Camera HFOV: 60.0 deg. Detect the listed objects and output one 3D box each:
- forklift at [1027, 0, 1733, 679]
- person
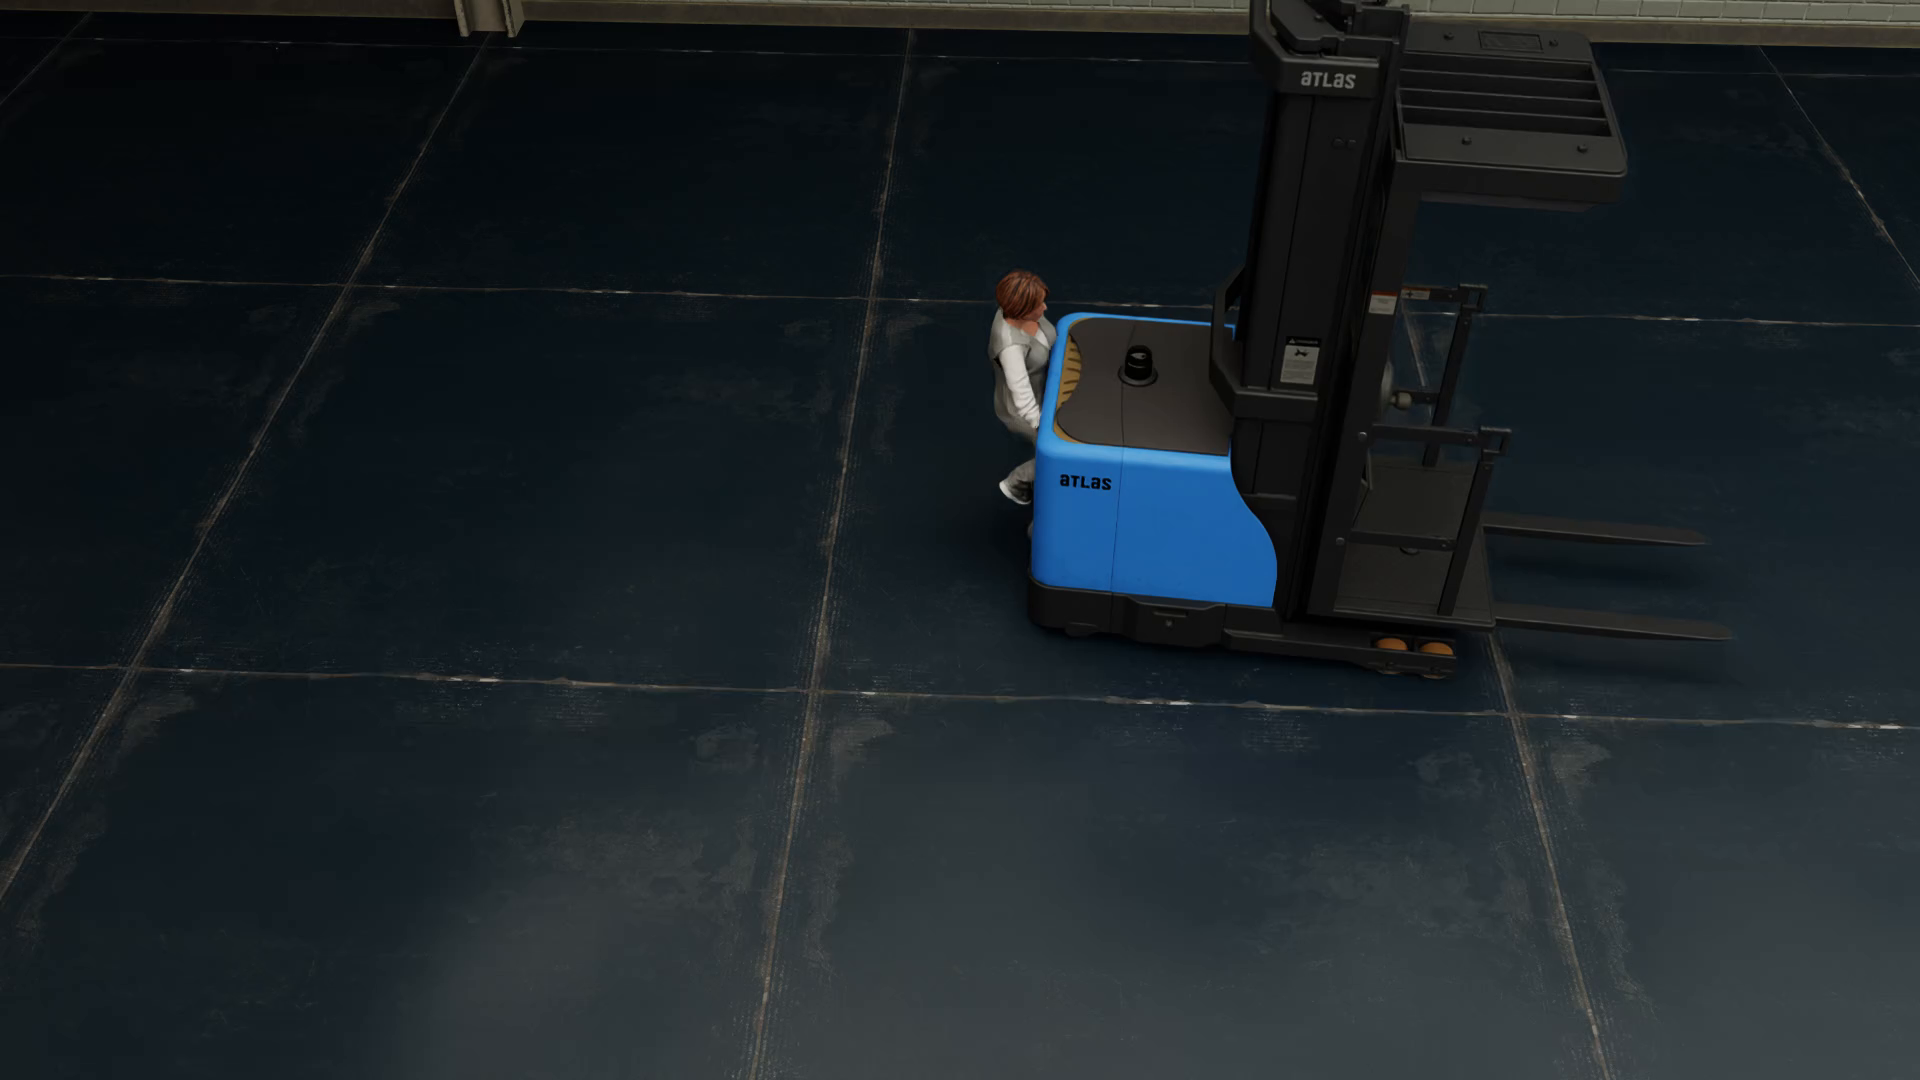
[{"bbox_3d":[1.858,-0.861,6.685,3.031,2.935,1.130,5,43,6],"label":"forklift"},{"bbox_3d":[0.402,-0.598,7.364,0.592,1.324,0.664,16,45,17],"label":"person"}]
